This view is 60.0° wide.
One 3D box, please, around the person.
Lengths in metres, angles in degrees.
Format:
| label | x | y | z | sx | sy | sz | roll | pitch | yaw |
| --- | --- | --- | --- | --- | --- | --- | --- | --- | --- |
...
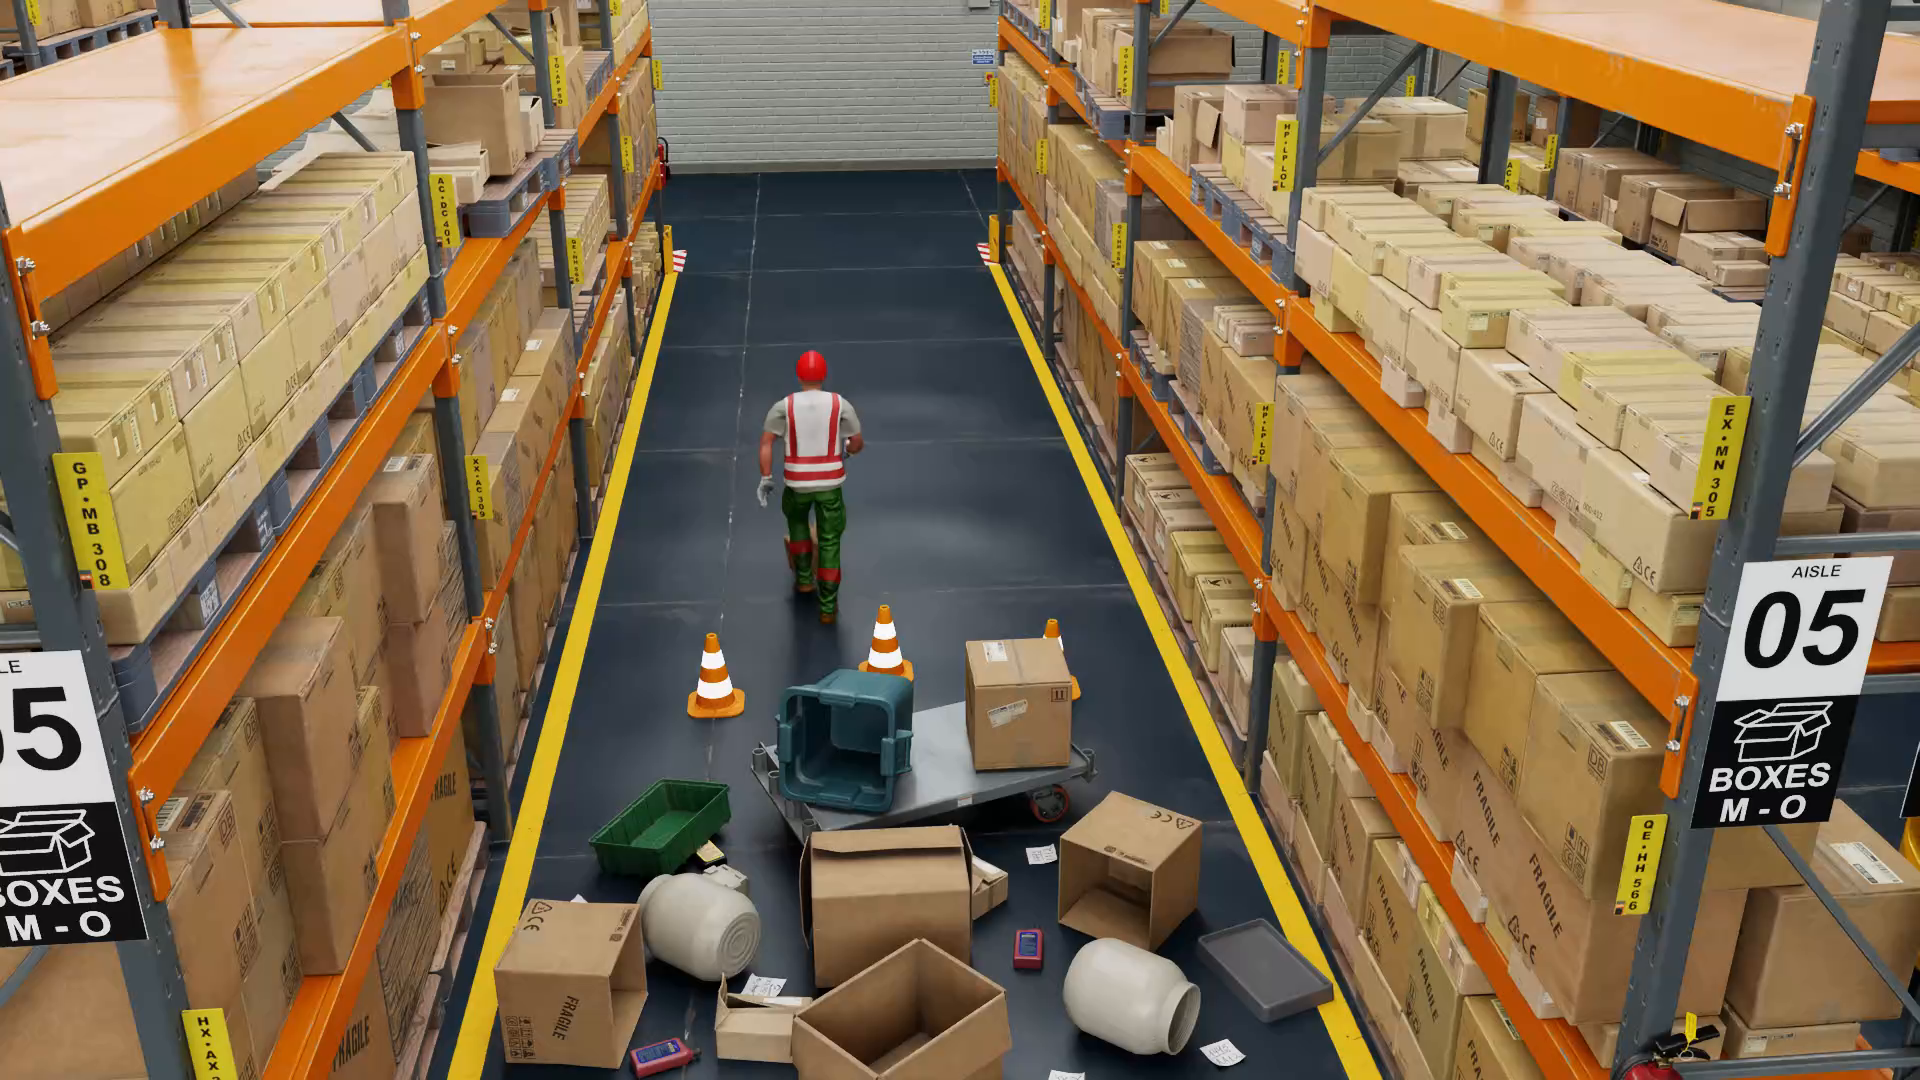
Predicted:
| label | x | y | z | sx | sy | sz | roll | pitch | yaw |
| --- | --- | --- | --- | --- | --- | --- | --- | --- | --- |
| person | -0.981 | -0.390 | 11.012 | 0.692 | 1.746 | 0.735 | -1 | 24 | -2 |
